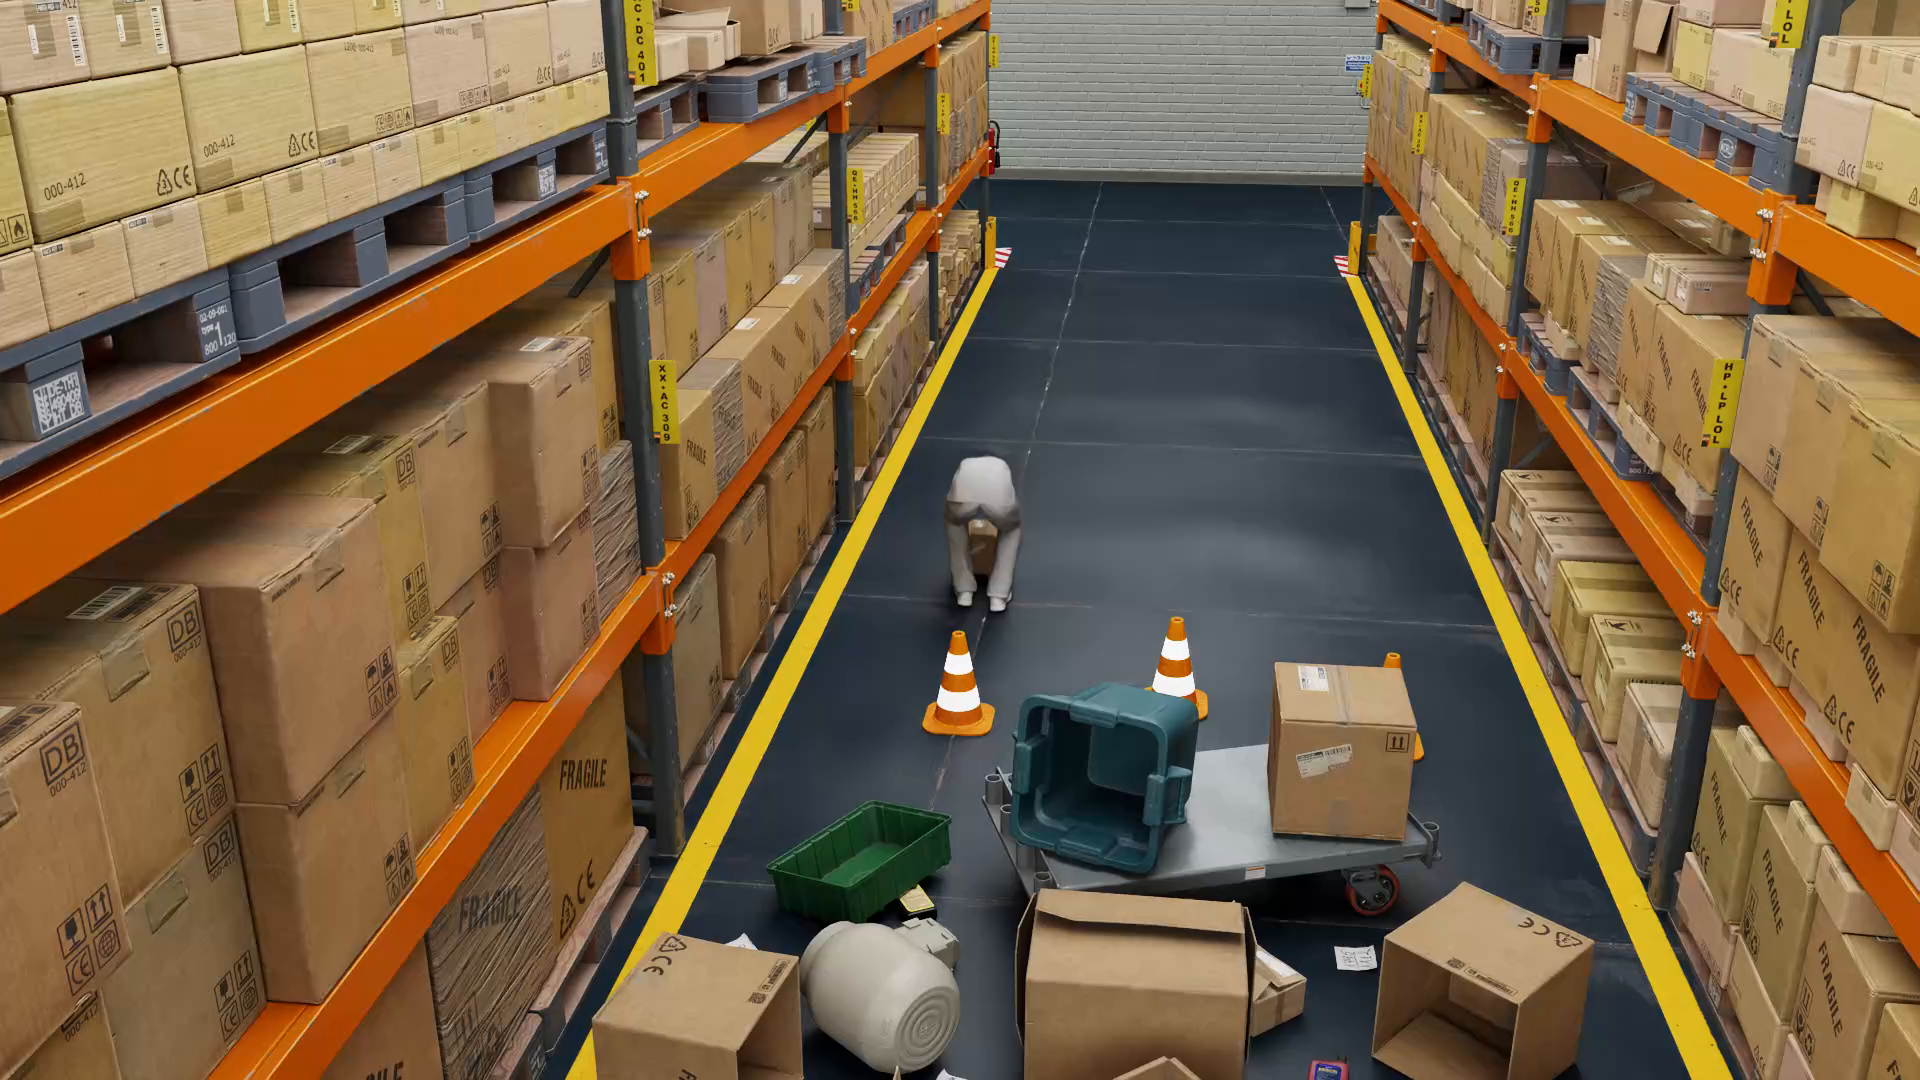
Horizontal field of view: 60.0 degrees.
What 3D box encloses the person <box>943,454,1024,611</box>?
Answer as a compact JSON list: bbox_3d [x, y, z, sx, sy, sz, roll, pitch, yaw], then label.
[{"bbox_3d":[0.131,-0.079,9.473,0.461,0.815,0.850,1,21,3],"label":"person"}]
